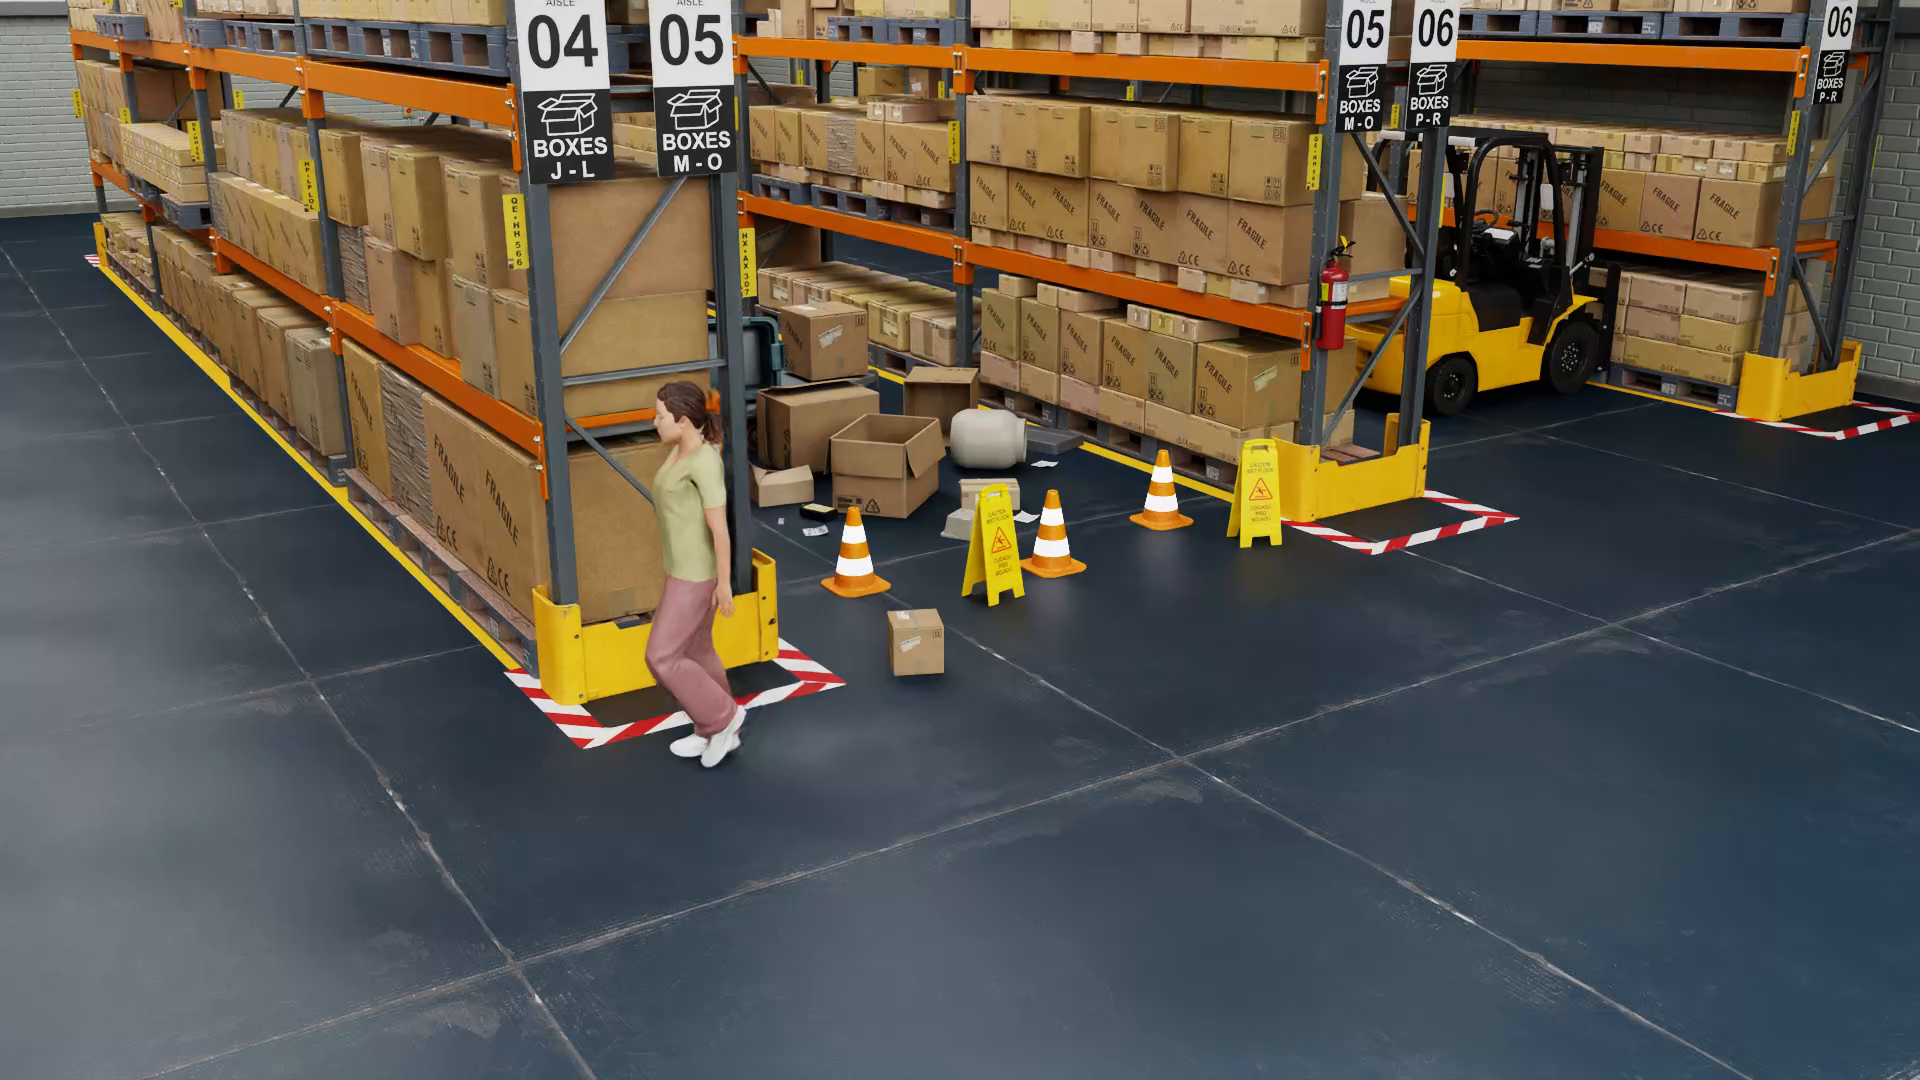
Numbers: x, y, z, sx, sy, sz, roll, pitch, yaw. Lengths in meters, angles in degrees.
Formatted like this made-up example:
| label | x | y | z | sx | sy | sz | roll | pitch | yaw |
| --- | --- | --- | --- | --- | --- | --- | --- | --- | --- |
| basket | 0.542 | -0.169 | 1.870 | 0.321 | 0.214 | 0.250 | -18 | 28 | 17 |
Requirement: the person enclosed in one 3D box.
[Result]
| label | x | y | z | sx | sy | sz | roll | pitch | yaw |
| --- | --- | --- | --- | --- | --- | --- | --- | --- | --- |
| person | -1.156 | 0.162 | 7.003 | 0.430 | 1.688 | 0.489 | -7 | 19 | -21 |
